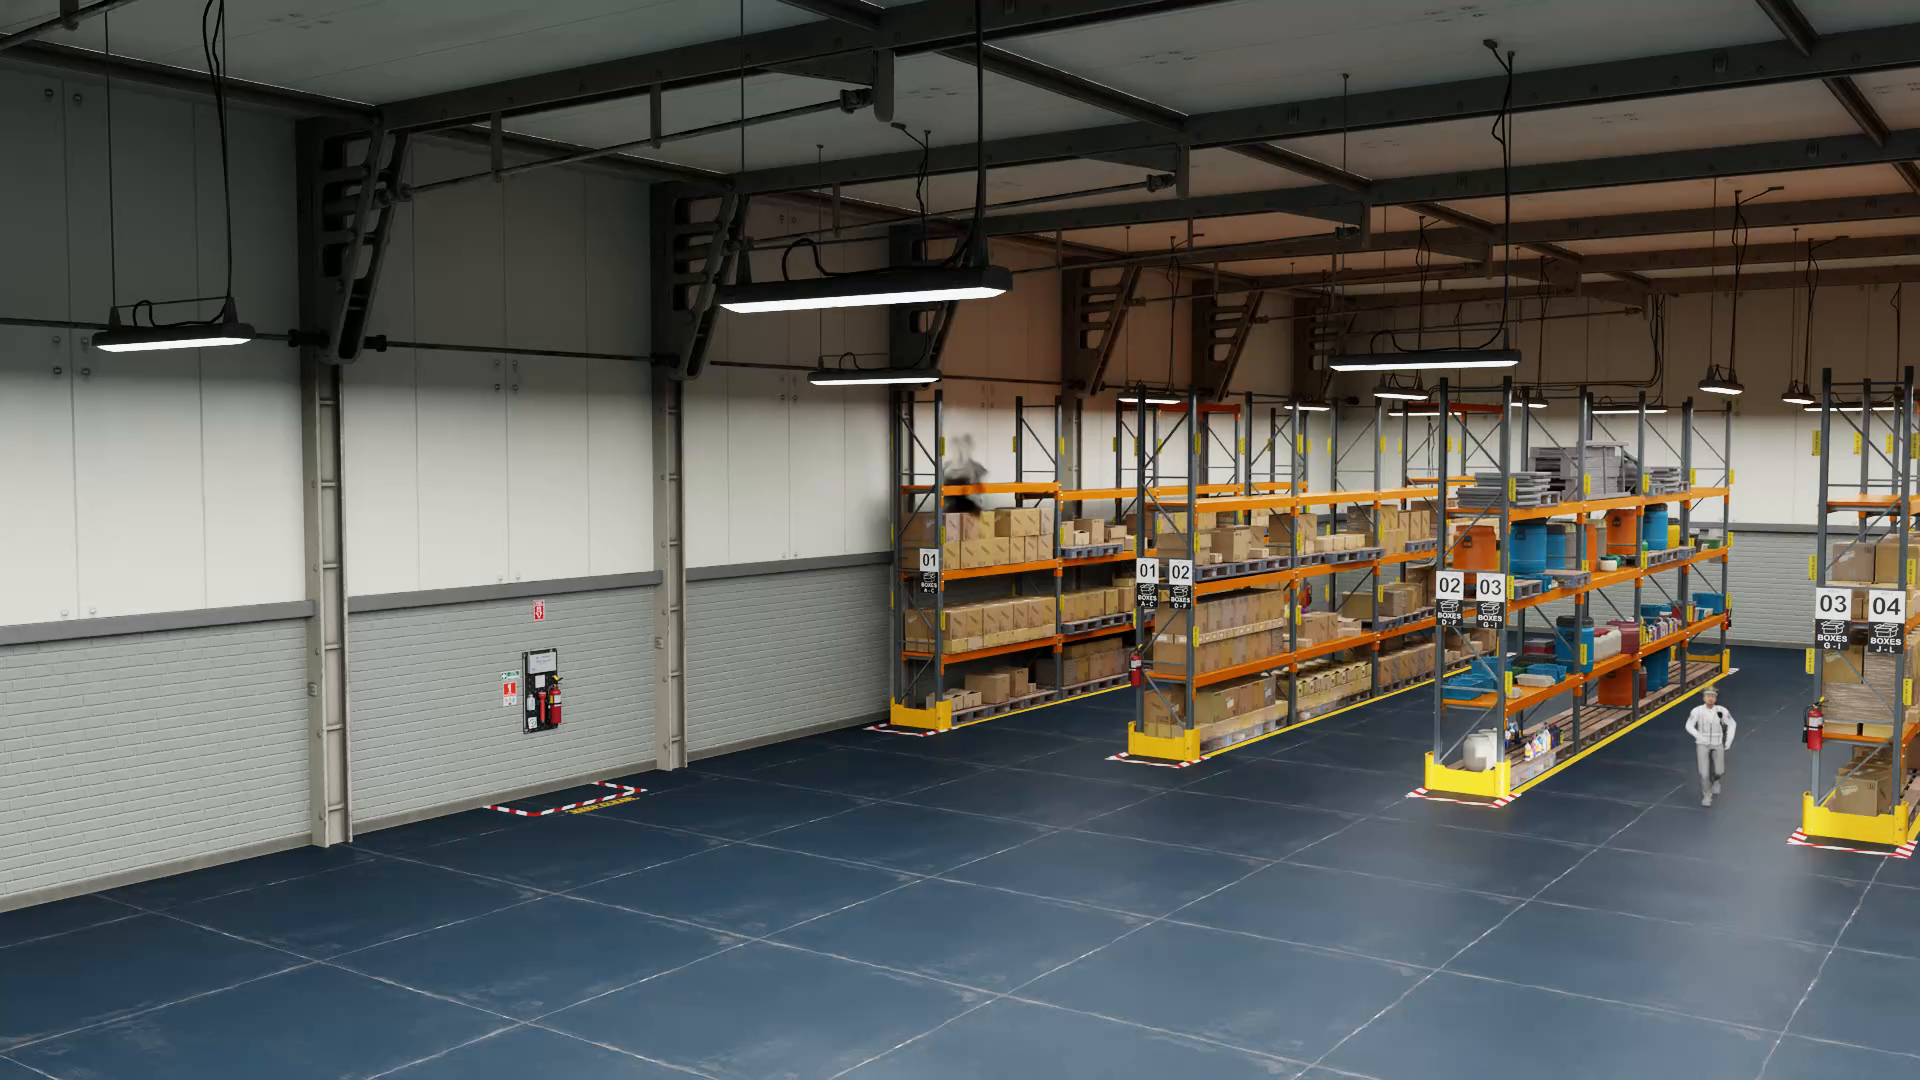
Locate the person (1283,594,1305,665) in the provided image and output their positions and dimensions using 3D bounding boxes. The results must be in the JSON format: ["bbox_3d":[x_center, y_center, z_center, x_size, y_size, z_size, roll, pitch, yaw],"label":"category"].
[{"bbox_3d":[7.383,2.048,37.170,0.698,1.720,0.575,1,3,20],"label":"person"}]

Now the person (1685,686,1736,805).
[{"bbox_3d":[10.483,2.868,23.226,0.658,1.664,0.537,1,3,20],"label":"person"}]
